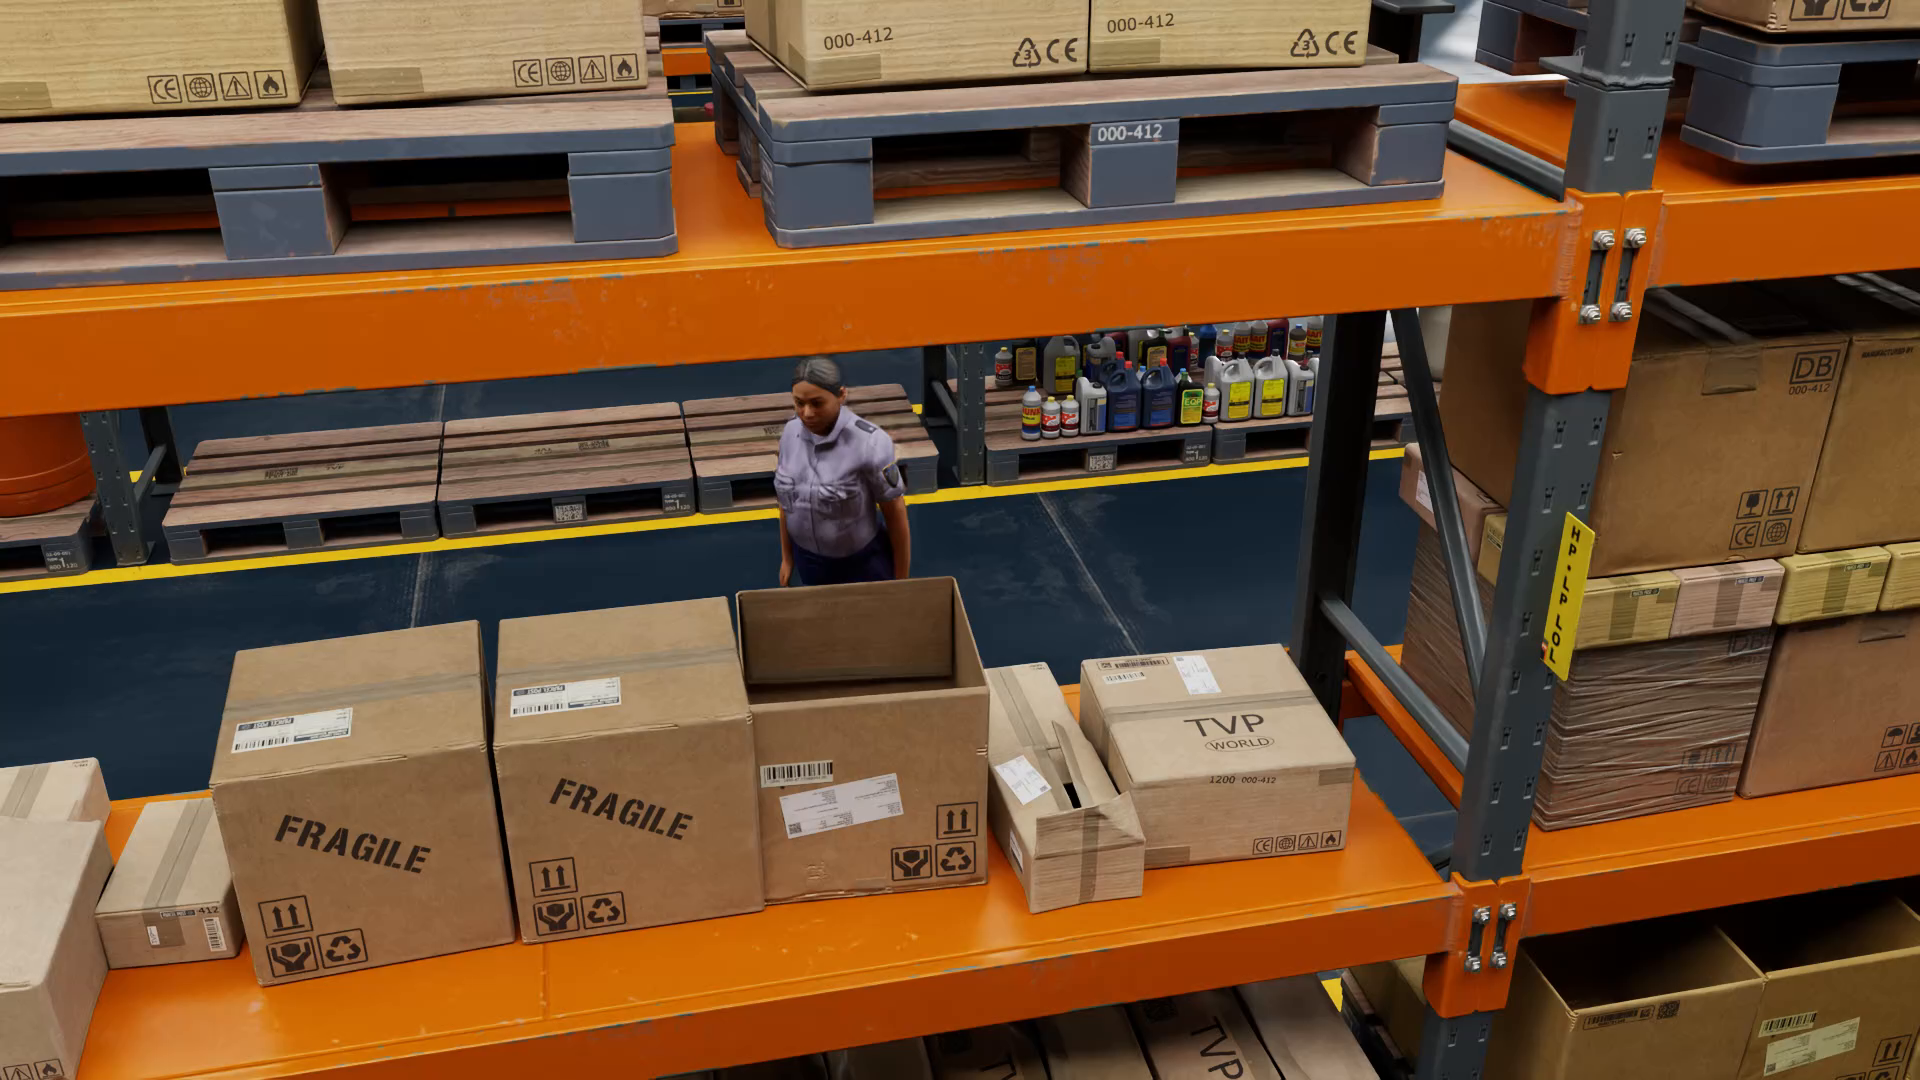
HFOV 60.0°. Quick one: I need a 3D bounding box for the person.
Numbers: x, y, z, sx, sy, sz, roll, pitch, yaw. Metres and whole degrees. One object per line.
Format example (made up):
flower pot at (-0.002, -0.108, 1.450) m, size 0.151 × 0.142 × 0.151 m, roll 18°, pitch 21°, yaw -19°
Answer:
person at (-0.382, 0.119, 5.938) m, size 0.540 × 1.695 × 0.544 m, roll 19°, pitch 33°, yaw 33°
